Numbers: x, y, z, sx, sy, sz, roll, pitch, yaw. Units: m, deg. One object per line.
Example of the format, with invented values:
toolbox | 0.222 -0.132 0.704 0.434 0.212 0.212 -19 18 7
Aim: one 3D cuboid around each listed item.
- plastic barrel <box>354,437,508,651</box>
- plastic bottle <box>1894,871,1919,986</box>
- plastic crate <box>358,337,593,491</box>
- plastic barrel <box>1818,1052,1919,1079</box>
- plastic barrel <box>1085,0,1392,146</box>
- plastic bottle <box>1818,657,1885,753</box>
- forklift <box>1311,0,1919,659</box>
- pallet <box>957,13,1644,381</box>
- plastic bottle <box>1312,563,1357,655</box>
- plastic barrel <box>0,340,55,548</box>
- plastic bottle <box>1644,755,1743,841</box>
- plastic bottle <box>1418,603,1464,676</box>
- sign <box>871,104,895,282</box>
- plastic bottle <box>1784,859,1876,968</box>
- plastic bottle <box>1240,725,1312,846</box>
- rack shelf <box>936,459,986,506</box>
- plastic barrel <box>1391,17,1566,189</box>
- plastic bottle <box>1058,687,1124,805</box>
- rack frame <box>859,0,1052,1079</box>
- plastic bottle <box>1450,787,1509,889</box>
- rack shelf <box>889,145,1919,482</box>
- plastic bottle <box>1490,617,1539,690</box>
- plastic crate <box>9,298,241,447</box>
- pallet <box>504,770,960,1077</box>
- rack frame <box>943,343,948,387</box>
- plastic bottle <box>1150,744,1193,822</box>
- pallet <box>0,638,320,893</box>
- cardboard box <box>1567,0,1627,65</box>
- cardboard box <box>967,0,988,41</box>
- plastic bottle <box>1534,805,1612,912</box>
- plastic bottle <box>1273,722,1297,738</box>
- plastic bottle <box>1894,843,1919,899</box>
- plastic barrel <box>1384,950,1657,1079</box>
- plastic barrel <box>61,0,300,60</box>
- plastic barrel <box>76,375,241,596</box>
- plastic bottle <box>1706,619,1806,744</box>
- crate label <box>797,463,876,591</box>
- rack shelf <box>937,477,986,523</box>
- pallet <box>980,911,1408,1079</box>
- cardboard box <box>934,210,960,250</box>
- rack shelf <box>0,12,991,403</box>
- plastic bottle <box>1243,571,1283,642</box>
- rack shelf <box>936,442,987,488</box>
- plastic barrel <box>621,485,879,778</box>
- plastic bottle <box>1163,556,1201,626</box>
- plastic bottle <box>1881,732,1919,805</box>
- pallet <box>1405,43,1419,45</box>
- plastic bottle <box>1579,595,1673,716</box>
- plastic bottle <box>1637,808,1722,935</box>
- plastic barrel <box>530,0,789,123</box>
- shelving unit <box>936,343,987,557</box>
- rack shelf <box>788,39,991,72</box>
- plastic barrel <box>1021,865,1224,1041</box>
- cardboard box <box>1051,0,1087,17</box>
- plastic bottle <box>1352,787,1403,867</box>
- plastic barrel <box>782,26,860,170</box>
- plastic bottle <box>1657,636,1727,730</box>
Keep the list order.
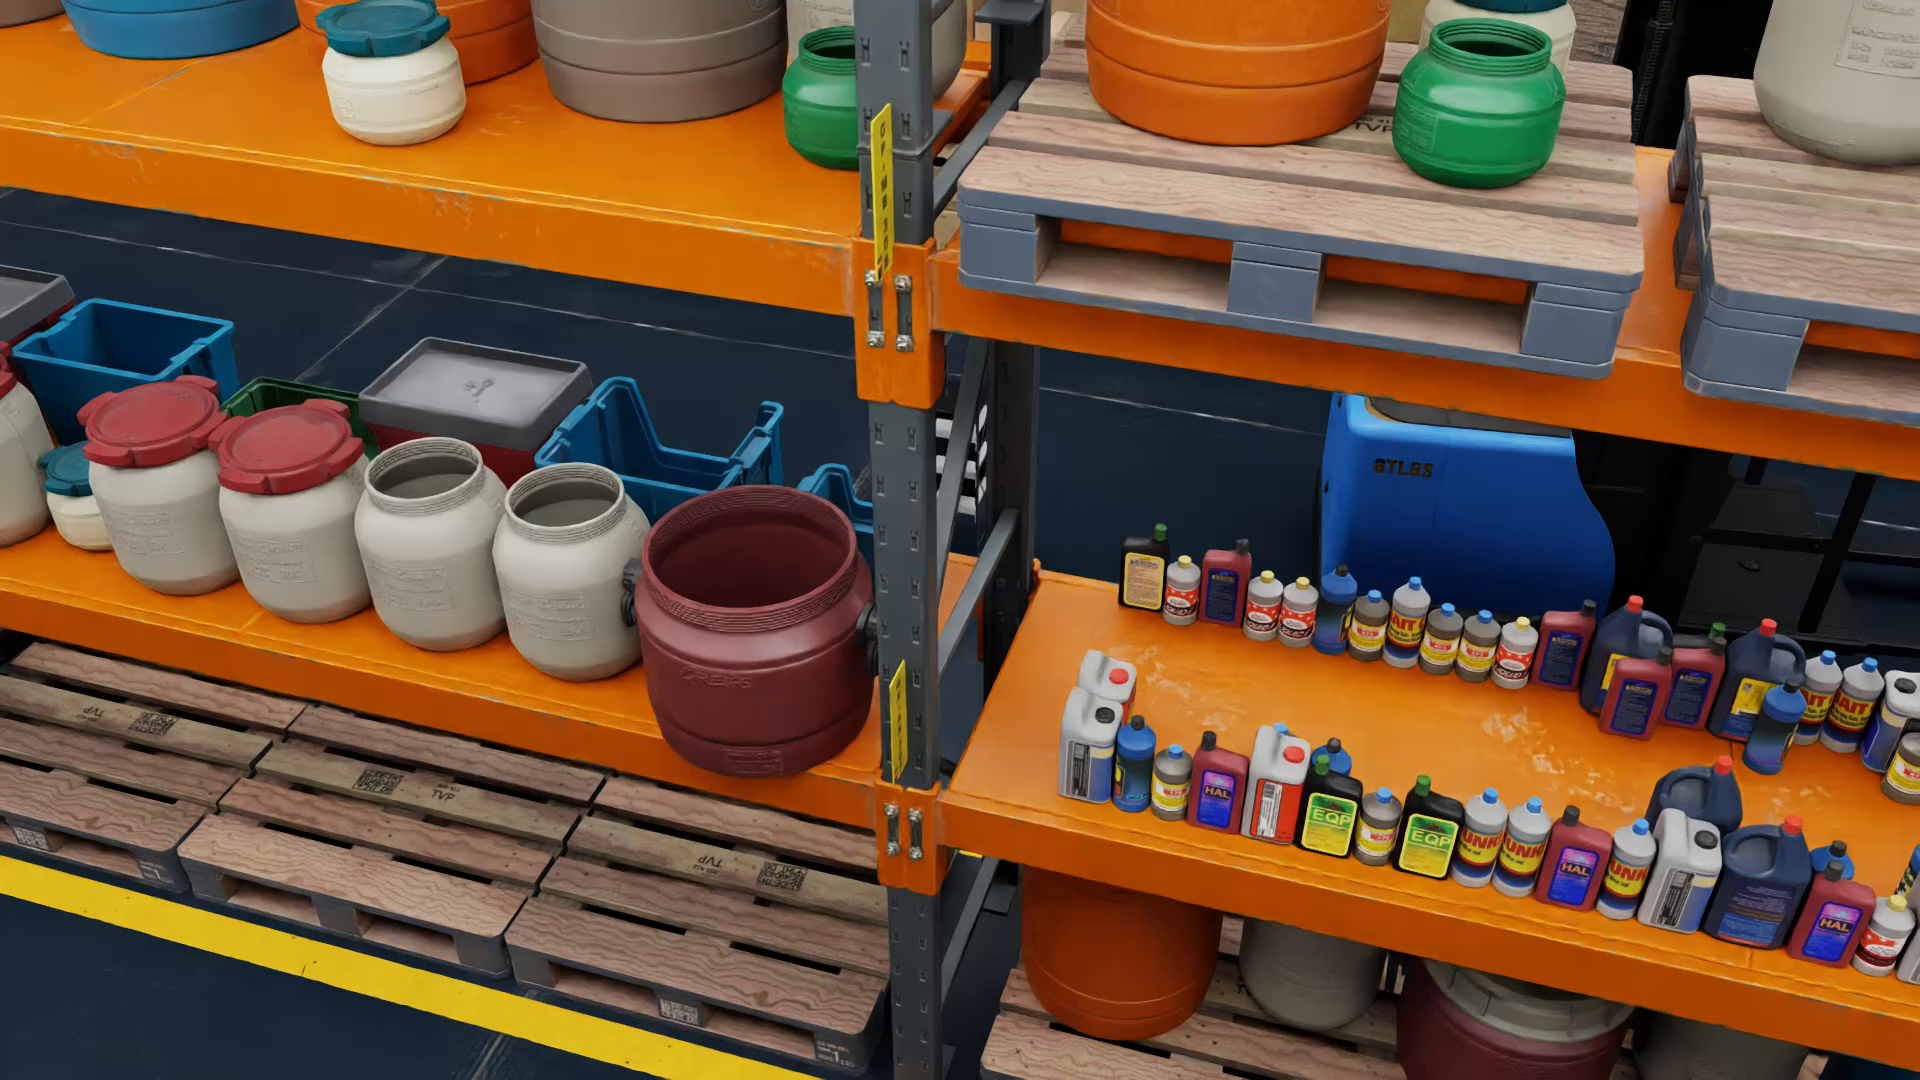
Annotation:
plastic barrel | -1.437 0.013 4.607 0.421 0.512 0.421 0 36 0
plastic bottle | 2.176 0.846 3.675 0.135 0.276 0.152 10 38 14
plastic crate | -1.440 -0.291 5.060 0.583 0.464 0.402 10 38 14
plastic barrel | 2.639 1.346 4.307 0.708 0.901 0.600 10 38 14
plastic barrel | 0.552 -1.254 3.177 0.708 0.830 0.600 10 38 14
plastic bottle | 2.293 0.415 4.265 0.097 0.271 0.097 0 36 0
forklift | 2.970 -0.868 5.956 3.031 2.935 1.130 6 37 8
pallet | 0.712 -0.748 3.364 1.213 0.211 1.003 10 38 14
plastic bottle | 1.035 0.182 4.581 0.097 0.271 0.097 0 36 0
plastic barrel | -2.959 -0.275 4.978 0.433 0.535 0.433 0 36 0
plastic bottle | 1.719 0.639 3.893 0.185 0.351 0.144 10 38 14
plastic bottle | 1.314 0.262 4.532 0.097 0.201 0.097 0 36 0
sign | -0.147 -0.659 3.173 0.005 0.325 0.100 10 38 14
plastic bottle | 1.942 0.828 3.694 0.133 0.283 0.061 10 38 14
plastic bottle | 0.769 0.585 4.029 0.135 0.276 0.152 10 38 14
rack shelf | 0.008 -0.262 7.054 0.200 0.077 0.258 10 38 14
plastic barrel | 0.954 -0.803 3.057 0.294 0.245 0.294 0 36 0
plastic bottle | 0.327 0.503 4.140 0.135 0.276 0.152 10 38 14
rack frame | 0.011 0.194 4.456 0.127 3.000 1.000 10 38 14
plastic bottle | 1.219 0.687 3.894 0.097 0.271 0.097 0 36 0
rack shelf | 1.920 -0.371 3.300 4.000 0.370 1.077 10 38 14
plastic bottle | 1.500 0.296 4.485 0.097 0.201 0.097 0 36 0
plastic crate | -2.662 -0.488 5.396 0.575 0.384 0.392 10 38 14
pallet | -0.717 1.158 5.499 1.213 0.211 1.003 10 38 14
rack frame | -0.089 -0.379 7.006 0.006 0.900 0.240 10 38 14
plastic bottle | 0.523 0.586 4.090 0.097 0.201 0.097 0 36 0
pallet | -3.046 0.727 6.084 1.213 0.211 1.003 10 38 14
cardboard box | 2.942 -2.500 7.678 0.500 0.500 0.700 18 40 22
cardboard box | -0.115 -2.936 8.624 0.500 0.500 0.500 9 37 11
plastic bottle | 1.417 0.730 3.826 0.133 0.283 0.061 10 38 14
plastic bottle | 0.788 0.541 4.152 0.097 0.201 0.097 0 36 0
plastic bottle | 2.196 0.774 3.777 0.097 0.271 0.097 0 36 0
plastic barrel | 1.561 1.272 4.671 0.708 0.588 0.600 10 38 14
plastic barrel | -2.009 -1.725 4.109 0.708 0.901 0.600 10 38 14
plastic barrel | -2.259 -0.145 4.802 0.433 0.535 0.433 0 36 0
plastic bottle | 2.058 0.354 4.280 0.185 0.351 0.144 10 38 14
crate label | -0.280 -0.025 4.895 0.416 0.233 0.303 10 38 14
rack shelf | 0.008 -0.189 7.108 0.200 0.077 0.258 10 38 14
pallet | 0.776 1.433 5.125 1.213 0.211 1.003 10 38 14
cardboard box | -0.056 -1.804 9.137 0.500 0.250 0.500 11 38 15
rack shelf | -1.898 -1.078 4.260 4.000 0.370 1.077 10 38 14
plastic bottle | 0.849 0.176 4.649 0.097 0.201 0.097 0 36 0
rack shelf | 0.008 -0.334 7.001 0.200 0.077 0.258 10 38 14
plastic barrel | -0.522 0.229 4.294 0.708 0.536 0.600 10 38 14
plastic bottle | 0.629 0.135 4.704 0.097 0.201 0.097 0 36 0
plastic bottle | 2.376 0.553 4.136 0.097 0.201 0.097 0 36 0
pallet | 2.159 -2.451 8.211 1.003 0.211 1.213 10 38 14
plastic bottle | 1.755 0.298 4.357 0.185 0.351 0.144 10 38 14
plastic bottle | 1.651 0.748 3.807 0.135 0.276 0.152 10 38 14
plastic barrel | -0.708 -1.484 3.782 0.600 0.901 0.600 0 36 0
shelving unit | 0.008 -0.361 6.981 0.210 0.900 0.258 10 38 14
rack shelf | -0.418 -2.672 8.957 4.000 0.370 1.077 10 38 14
plastic barrel | 0.483 0.976 4.870 0.708 0.830 0.600 10 38 14
cardboard box | 0.695 -2.840 8.653 0.500 0.311 0.500 10 38 13
plastic bottle | 0.999 0.675 3.971 0.097 0.201 0.097 0 36 0
plastic barrel | -0.240 -0.966 3.633 0.294 0.245 0.294 0 36 0
plastic bottle | 1.901 0.364 4.324 0.133 0.283 0.061 10 38 14
